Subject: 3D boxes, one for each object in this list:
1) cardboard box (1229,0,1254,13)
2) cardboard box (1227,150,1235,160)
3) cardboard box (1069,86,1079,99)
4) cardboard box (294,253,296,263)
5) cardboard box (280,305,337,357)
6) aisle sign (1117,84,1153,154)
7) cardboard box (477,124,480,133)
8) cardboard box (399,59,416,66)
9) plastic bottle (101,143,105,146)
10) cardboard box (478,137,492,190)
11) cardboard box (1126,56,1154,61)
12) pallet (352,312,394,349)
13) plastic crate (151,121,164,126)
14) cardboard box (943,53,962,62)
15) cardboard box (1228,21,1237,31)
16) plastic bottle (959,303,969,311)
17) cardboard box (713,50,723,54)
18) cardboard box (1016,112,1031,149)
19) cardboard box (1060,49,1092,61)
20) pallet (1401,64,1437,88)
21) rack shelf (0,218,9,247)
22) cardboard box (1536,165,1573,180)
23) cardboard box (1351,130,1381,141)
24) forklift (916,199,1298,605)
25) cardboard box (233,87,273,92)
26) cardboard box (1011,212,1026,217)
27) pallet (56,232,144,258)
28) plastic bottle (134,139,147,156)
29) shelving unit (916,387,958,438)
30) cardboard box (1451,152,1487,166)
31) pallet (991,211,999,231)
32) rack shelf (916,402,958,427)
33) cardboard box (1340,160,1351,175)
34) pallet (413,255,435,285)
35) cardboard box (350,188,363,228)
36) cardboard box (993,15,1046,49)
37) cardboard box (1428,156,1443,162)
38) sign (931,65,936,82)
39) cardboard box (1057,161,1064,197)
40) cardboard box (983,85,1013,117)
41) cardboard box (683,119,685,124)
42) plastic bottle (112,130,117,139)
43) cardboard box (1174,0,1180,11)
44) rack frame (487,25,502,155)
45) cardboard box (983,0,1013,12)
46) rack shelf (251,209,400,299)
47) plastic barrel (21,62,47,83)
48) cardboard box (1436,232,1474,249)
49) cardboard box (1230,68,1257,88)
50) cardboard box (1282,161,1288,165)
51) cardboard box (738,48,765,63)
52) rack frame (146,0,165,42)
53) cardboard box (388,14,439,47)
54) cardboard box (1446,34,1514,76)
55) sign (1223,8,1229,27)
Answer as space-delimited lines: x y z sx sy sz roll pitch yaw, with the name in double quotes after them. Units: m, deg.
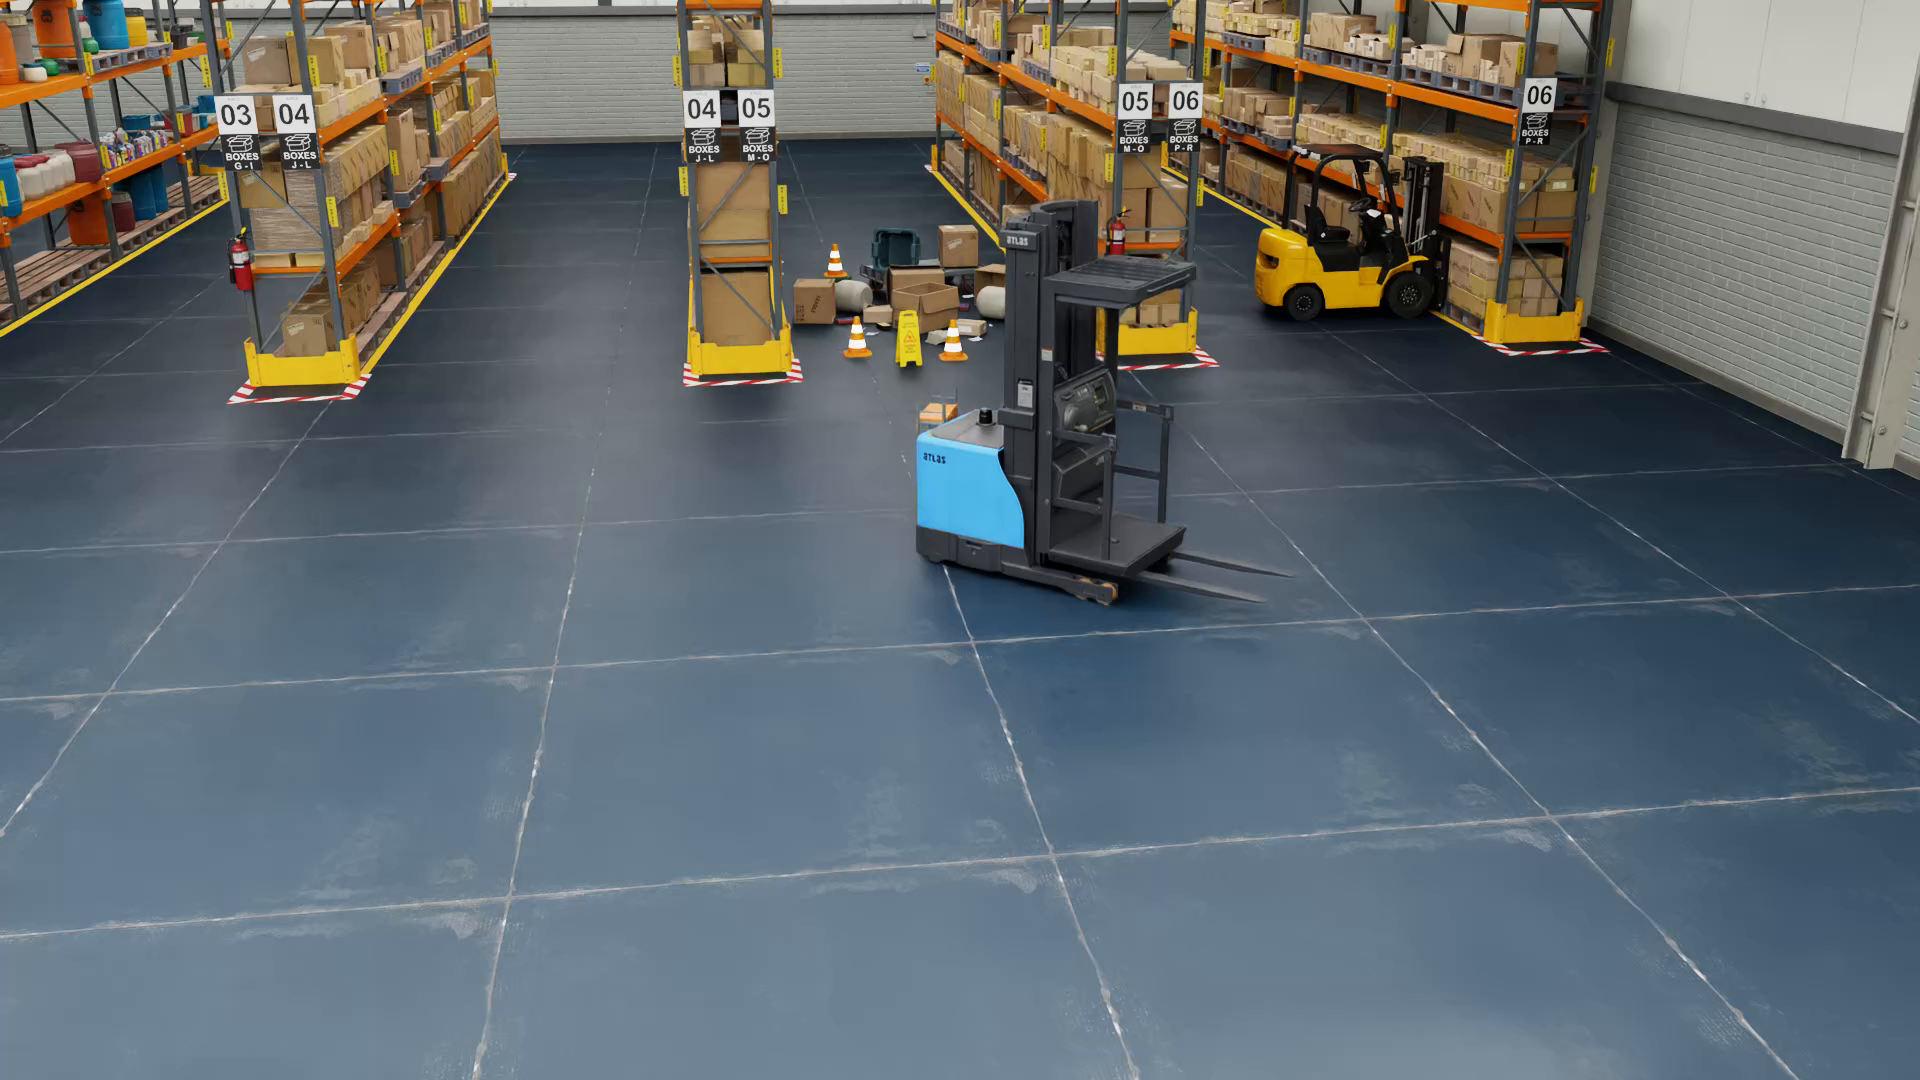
5.186 -9.854 30.624 0.396 0.266 0.258 -3 21 -8 "cardboard box"
5.277 -7.303 31.529 0.380 0.149 0.250 -2 21 -5 "cardboard box"
1.631 -5.806 21.547 0.380 0.149 0.250 -3 21 -9 "cardboard box"
-7.781 -3.262 19.023 0.380 0.149 0.250 -3 21 -8 "cardboard box"
-7.573 -2.448 19.456 0.500 0.500 0.500 1 20 2 "cardboard box"
2.029 -4.887 19.297 0.394 0.787 0.004 -3 21 -8 "aisle sign"
-9.020 -7.544 30.485 0.380 0.149 0.250 -2 21 -6 "cardboard box"
-8.187 -6.813 24.097 0.500 0.250 0.500 -2 21 -6 "cardboard box"
-14.153 -6.449 27.481 0.097 0.201 0.097 0 20 0 "plastic bottle"
-9.375 -7.105 31.390 0.875 0.875 0.875 -3 21 -8 "cardboard box"
2.269 -6.028 21.000 0.380 0.149 0.250 -2 21 -7 "cardboard box"
-7.765 -2.630 20.955 1.003 0.211 1.213 -3 21 -8 "pallet"
-14.679 -7.602 30.575 0.293 0.136 0.466 -3 21 -8 "plastic crate"
-0.134 -9.654 33.277 0.380 0.149 0.250 -4 21 -10 "cardboard box"
5.141 -9.428 30.500 0.380 0.149 0.250 -3 21 -7 "cardboard box"
0.060 -3.172 22.621 0.133 0.061 0.283 1 20 2 "plastic bottle"
-3.139 -5.815 20.258 0.500 0.250 0.500 -3 21 -7 "cardboard box"
1.155 -6.327 25.700 0.500 0.500 0.500 -3 21 -7 "cardboard box"
1.548 -6.445 22.117 0.380 0.149 0.250 -4 21 -10 "cardboard box"
6.790 -6.411 22.934 1.003 0.211 1.213 -3 21 -8 "pallet"
-12.689 -3.311 19.822 1.077 0.370 4.000 -3 21 -8 "rack shelf"
7.381 -4.574 20.680 0.380 0.149 0.250 -3 21 -9 "cardboard box"
6.189 -6.153 25.334 0.380 0.149 0.250 -3 21 -9 "cardboard box"
1.156 -1.082 12.925 3.031 2.935 1.130 12 24 30 "forklift"
-7.918 -4.993 18.654 0.380 0.149 0.250 -4 21 -10 "cardboard box"
1.339 -4.989 26.443 0.950 0.372 0.625 -3 21 -9 "cardboard box"
-13.709 -4.690 26.471 1.003 0.211 1.213 -3 21 -8 "pallet"
-13.576 -6.504 27.520 0.152 0.276 0.135 -3 21 -8 "plastic bottle"
-0.191 -0.665 14.283 0.258 1.200 0.503 4 21 11 "shelving unit"
6.675 -4.997 21.813 0.380 0.149 0.250 -3 21 -7 "cardboard box"
1.114 -5.445 28.494 1.003 0.211 1.213 -3 21 -8 "pallet"
-0.191 -1.033 14.145 0.258 0.148 0.480 4 21 11 "rack shelf"
6.191 -5.780 25.618 0.500 0.250 0.500 -3 21 -7 "cardboard box"
-8.369 -3.977 24.562 1.003 0.211 1.213 -3 21 -8 "pallet"
-7.832 -4.099 20.336 0.875 0.500 0.500 -3 21 -8 "cardboard box"
0.950 -8.248 26.978 0.797 0.503 0.637 -4 21 -11 "cardboard box"
6.583 -5.124 22.578 0.380 0.149 0.250 -4 21 -9 "cardboard box"
-0.550 -9.661 34.446 0.100 0.325 0.005 -3 21 -8 "sign"
1.613 -4.937 22.580 0.500 0.500 0.500 -3 21 -8 "cardboard box"
0.673 -7.505 28.452 0.500 0.500 0.500 -3 21 -8 "cardboard box"
-4.255 -6.695 26.762 0.380 0.149 0.250 -4 21 -10 "cardboard box"
-14.481 -6.861 28.465 0.061 0.283 0.133 -3 21 -8 "plastic bottle"
4.727 -11.039 34.271 0.500 0.250 0.500 -3 21 -8 "cardboard box"
-9.806 -8.745 33.343 1.000 3.000 0.127 -3 21 -8 "rack frame"
0.700 -9.770 30.913 0.500 0.500 0.500 -3 21 -7 "cardboard box"
-7.788 -3.561 20.491 1.077 0.370 4.000 -3 21 -8 "rack shelf"
-13.140 -6.637 23.610 0.301 0.262 0.301 0 20 0 "plastic barrel"
6.615 -4.004 22.550 0.500 0.250 0.500 -3 21 -9 "cardboard box"
5.537 -9.061 32.906 0.500 0.500 0.500 -3 21 -9 "cardboard box"
6.062 -6.793 30.162 0.380 0.149 0.250 -4 21 -10 "cardboard box"
-2.310 -5.457 18.728 0.380 0.149 0.250 -3 21 -7 "cardboard box"
-14.131 -9.921 27.916 1.000 3.000 0.127 -3 21 -8 "rack frame"
-8.969 -8.332 27.201 0.797 0.503 0.637 -3 21 -8 "cardboard box"
6.818 -6.359 21.777 0.797 0.503 0.637 -2 21 -6 "cardboard box"
4.952 -9.729 30.951 0.100 0.325 0.005 -3 21 -8 "sign"
